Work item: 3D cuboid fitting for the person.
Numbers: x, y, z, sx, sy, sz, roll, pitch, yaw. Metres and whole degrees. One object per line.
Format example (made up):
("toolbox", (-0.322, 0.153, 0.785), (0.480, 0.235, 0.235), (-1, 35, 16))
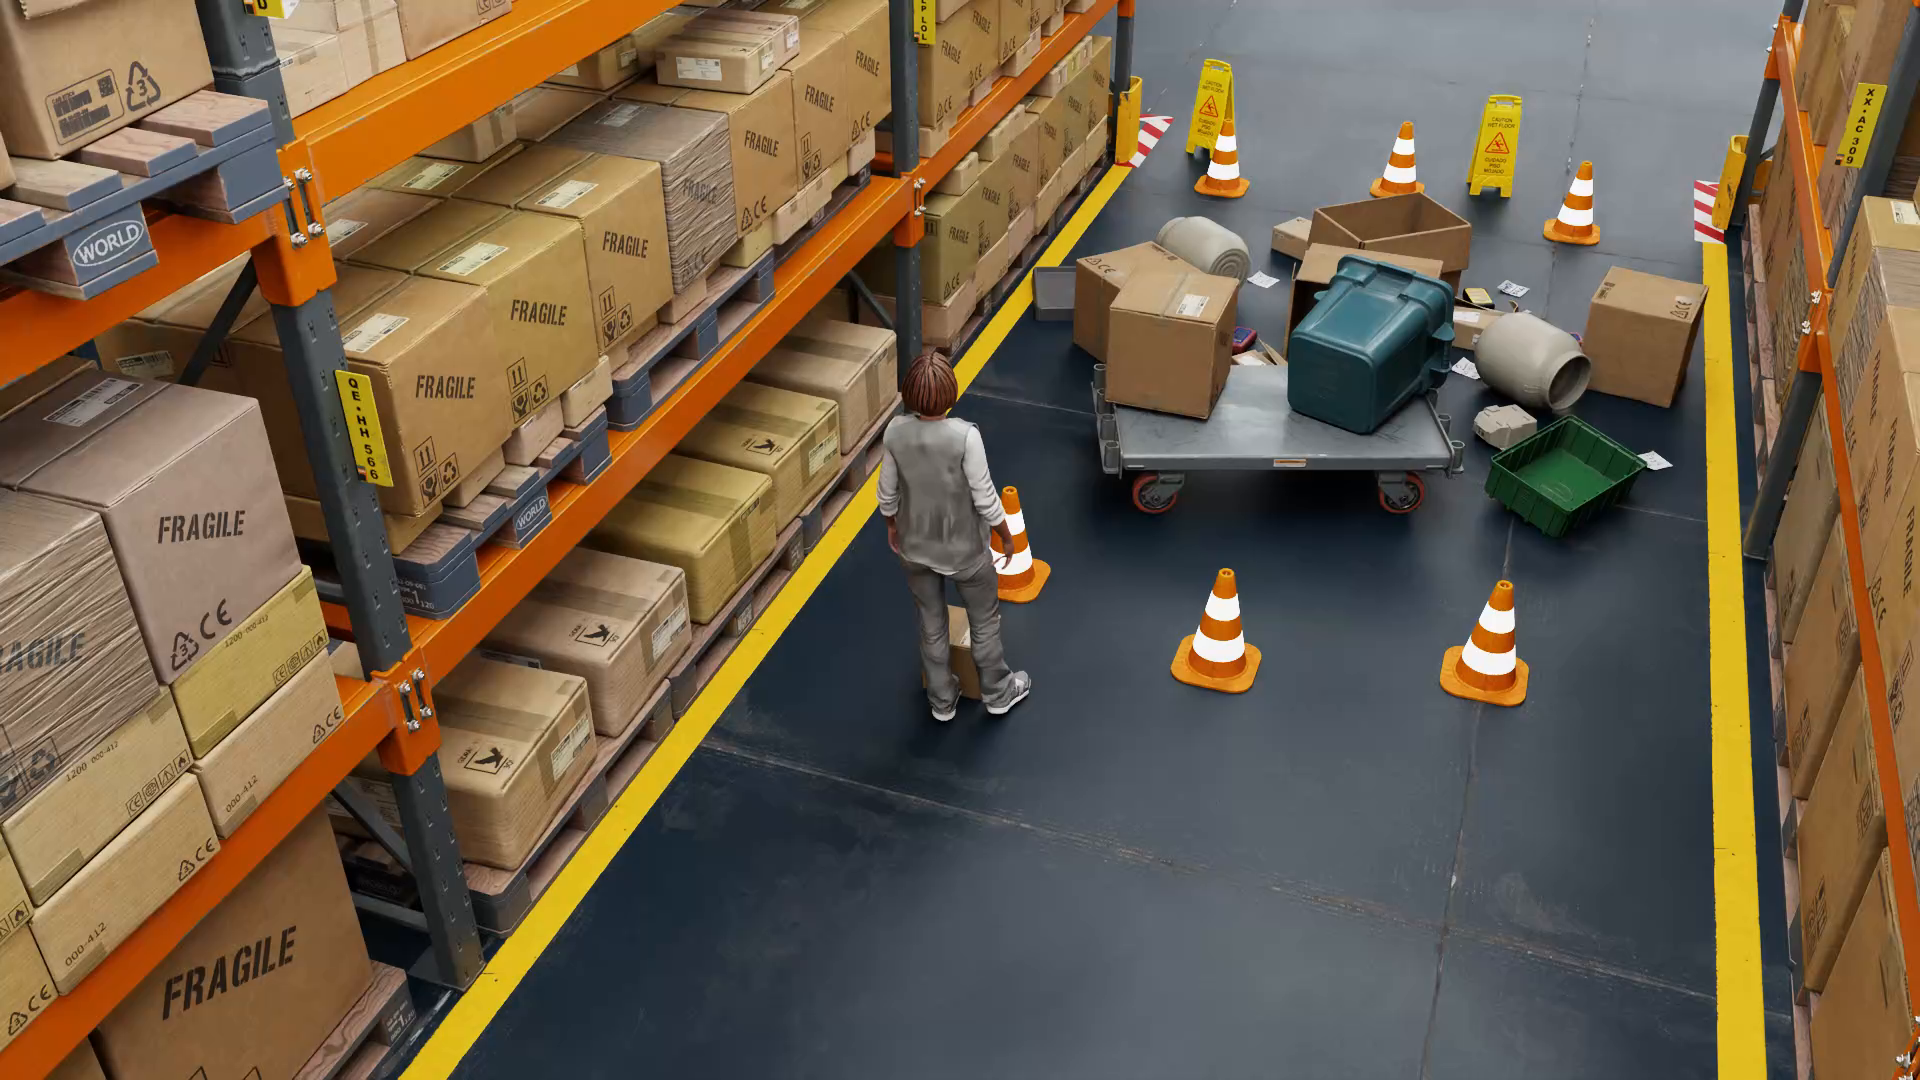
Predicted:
("person", (-0.022, -0.014, 6.154), (0.520, 1.600, 0.472), (11, 35, 16))
